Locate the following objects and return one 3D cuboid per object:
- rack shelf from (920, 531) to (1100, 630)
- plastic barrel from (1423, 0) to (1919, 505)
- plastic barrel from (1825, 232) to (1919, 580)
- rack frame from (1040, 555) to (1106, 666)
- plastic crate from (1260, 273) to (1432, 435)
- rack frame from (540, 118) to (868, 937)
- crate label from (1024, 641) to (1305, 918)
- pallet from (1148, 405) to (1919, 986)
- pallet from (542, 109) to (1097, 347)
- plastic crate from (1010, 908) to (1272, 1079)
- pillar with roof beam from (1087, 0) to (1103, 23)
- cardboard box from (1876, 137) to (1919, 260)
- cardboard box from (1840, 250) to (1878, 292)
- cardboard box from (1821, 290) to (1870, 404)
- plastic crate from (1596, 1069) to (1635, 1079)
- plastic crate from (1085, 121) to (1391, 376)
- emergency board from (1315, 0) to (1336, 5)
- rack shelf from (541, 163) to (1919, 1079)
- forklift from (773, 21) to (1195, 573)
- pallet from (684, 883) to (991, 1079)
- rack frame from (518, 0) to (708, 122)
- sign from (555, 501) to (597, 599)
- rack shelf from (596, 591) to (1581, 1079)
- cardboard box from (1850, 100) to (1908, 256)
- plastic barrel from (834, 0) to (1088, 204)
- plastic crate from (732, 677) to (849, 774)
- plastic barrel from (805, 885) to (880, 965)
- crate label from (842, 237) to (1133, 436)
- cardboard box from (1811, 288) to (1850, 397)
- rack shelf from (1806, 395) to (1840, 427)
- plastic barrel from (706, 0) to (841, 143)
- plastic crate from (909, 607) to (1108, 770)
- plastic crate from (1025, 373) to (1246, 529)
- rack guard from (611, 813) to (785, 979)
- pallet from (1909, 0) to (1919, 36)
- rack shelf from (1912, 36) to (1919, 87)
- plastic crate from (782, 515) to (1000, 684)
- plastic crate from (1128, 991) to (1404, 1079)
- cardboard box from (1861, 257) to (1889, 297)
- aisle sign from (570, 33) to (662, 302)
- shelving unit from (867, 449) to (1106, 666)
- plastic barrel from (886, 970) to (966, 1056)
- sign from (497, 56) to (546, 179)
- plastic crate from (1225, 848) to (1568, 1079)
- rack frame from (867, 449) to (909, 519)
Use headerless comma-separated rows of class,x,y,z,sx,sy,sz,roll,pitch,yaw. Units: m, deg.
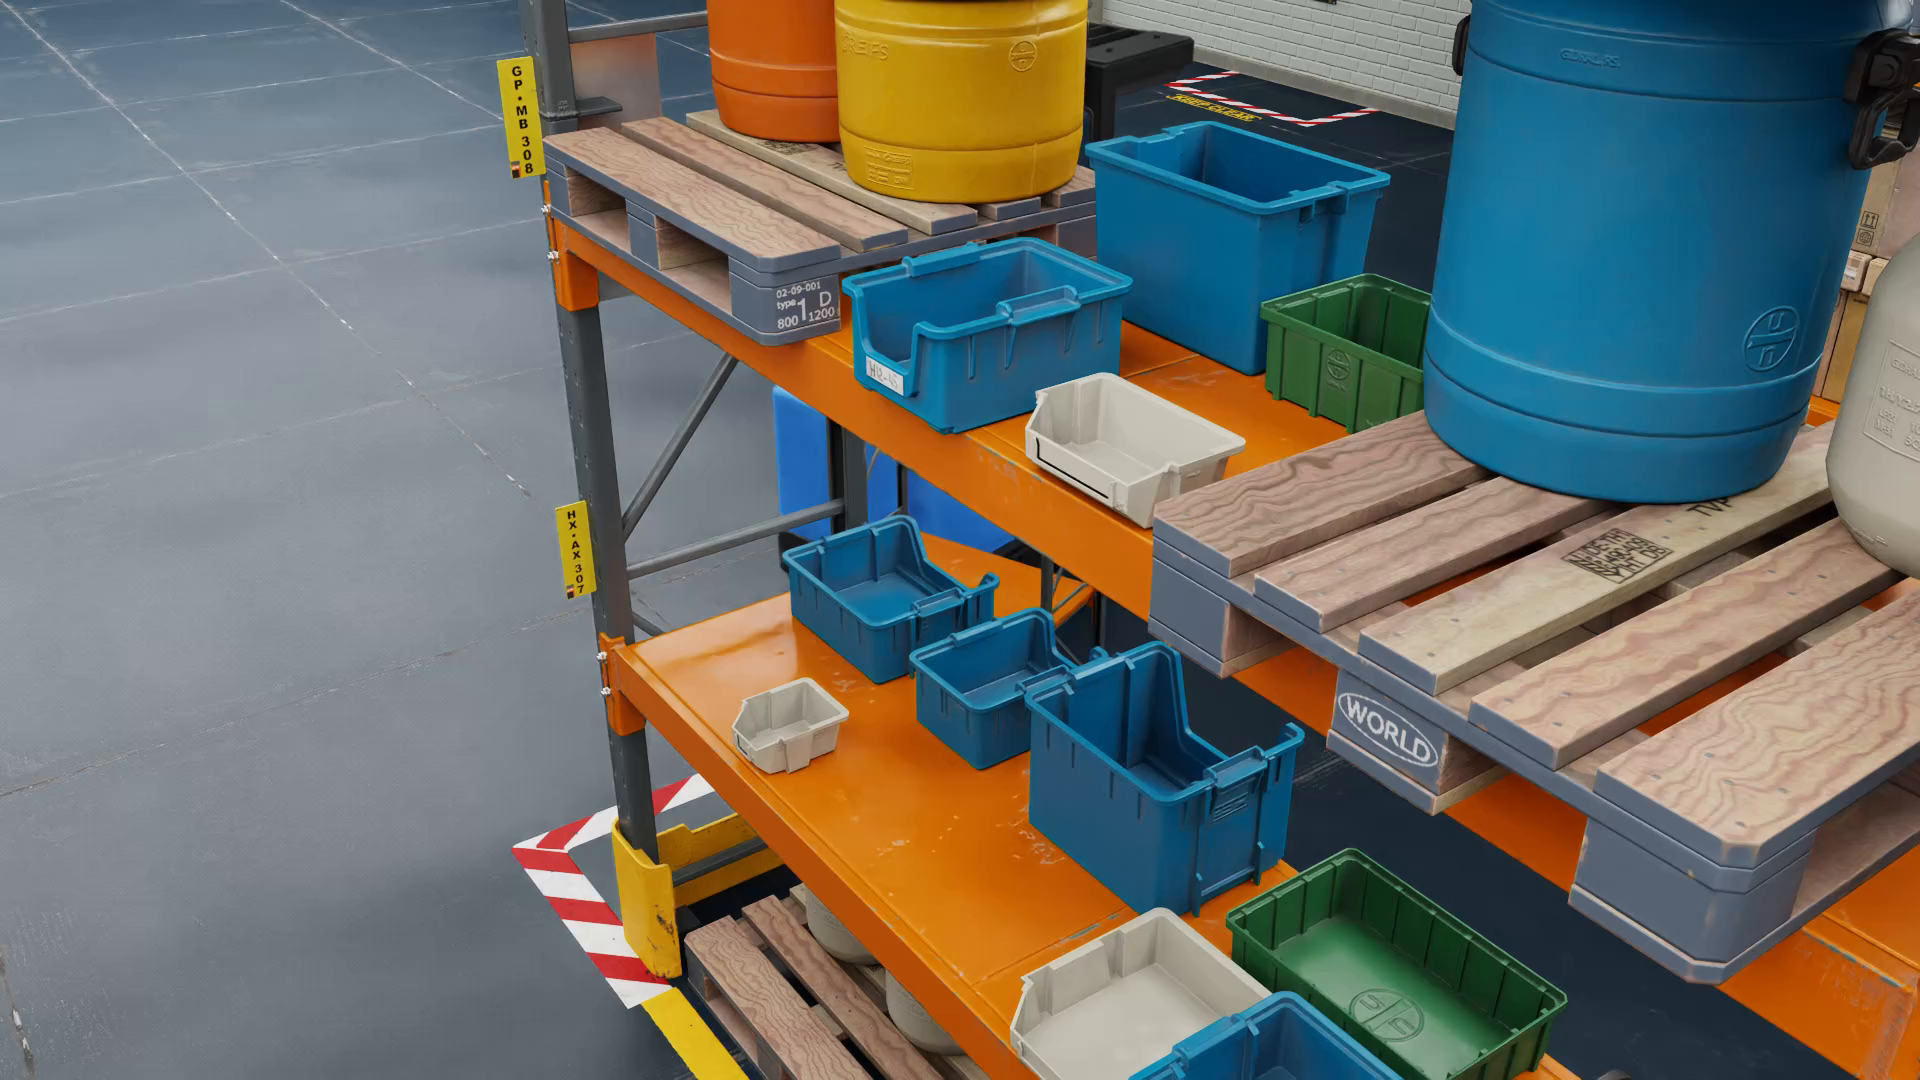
rack shelf,0.043,0.243,7.108,1.000,0.185,0.538,18,33,29
plastic barrel,1.068,-0.581,2.568,0.600,0.901,0.708,-19,34,-31
plastic barrel,1.468,-0.215,2.302,0.421,0.512,0.421,0,29,0
rack frame,0.467,0.219,6.775,0.032,1.500,0.500,18,33,29
plastic crate,0.865,-0.355,3.339,0.336,0.188,0.450,-19,34,-31
rack frame,-0.762,0.004,5.600,1.000,3.000,0.127,-19,34,-31
crate label,0.526,0.629,4.412,0.502,0.435,0.616,-19,34,-31
pallet,1.060,0.070,2.532,1.213,0.211,1.003,-19,34,-31
pallet,-0.362,-0.883,4.287,1.003,0.211,1.213,-19,34,-31
plastic crate,0.410,1.114,3.833,0.530,0.136,0.437,-19,34,-31
pillar with roof beam,-2.049,-8.816,15.553,9.100,9.000,0.400,-19,34,-31
cardboard box,4.169,-1.376,6.676,0.700,0.500,0.500,-19,34,-30
cardboard box,3.771,-1.185,7.004,0.380,0.149,0.250,-19,34,-31
cardboard box,4.127,-0.827,7.026,0.700,0.500,0.500,-19,34,-30
plastic crate,1.358,1.347,3.191,0.767,0.338,0.504,-19,34,-31
plastic crate,0.589,-0.649,3.676,0.392,0.384,0.575,-19,34,-31
emergency board,3.546,-6.018,16.689,0.157,1.169,0.626,-19,34,-31
rack shelf,0.398,-0.221,3.624,1.077,0.370,4.000,-19,34,-31
forklift,0.427,-1.488,8.418,1.130,2.935,3.031,22,35,34
pallet,-0.213,1.563,5.651,1.003,0.211,1.213,-19,34,-31
rack frame,-0.762,-2.632,4.168,1.000,3.000,0.127,-19,34,-31
sign,-1.213,0.033,5.256,0.100,0.325,0.005,-19,34,-31
rack shelf,0.398,1.098,4.340,1.077,0.370,4.000,-19,34,-31
cardboard box,3.876,-1.571,7.036,0.700,0.500,0.500,-20,34,-32
plastic barrel,0.003,-1.173,3.988,0.600,0.588,0.600,0,29,0
plastic crate,-0.505,0.557,4.858,0.298,0.136,0.250,-19,34,-31
plastic barrel,-0.318,1.147,5.661,0.421,0.512,0.421,0,29,0
crate label,0.055,-0.430,3.411,0.502,0.251,0.408,-19,34,-31
cardboard box,3.844,-1.022,7.384,0.700,0.500,0.500,-18,33,-29
rack shelf,4.435,-0.272,6.862,1.077,0.370,4.000,-19,34,-31
plastic barrel,-0.377,-1.534,4.398,0.600,0.830,0.708,-19,34,-31
plastic crate,0.144,0.435,4.962,0.499,0.251,0.408,-19,34,-31
plastic crate,0.298,-0.155,3.026,0.243,0.136,0.396,-19,34,-31
rack guard,-0.680,1.119,6.166,1.175,0.500,0.348,-19,34,-31
pallet,3.664,-2.363,6.908,1.003,0.211,1.213,-19,34,-31
rack shelf,4.435,-1.590,6.146,1.077,0.370,4.000,-19,34,-31
plastic crate,-0.228,0.181,5.430,0.499,0.251,0.616,-19,34,-31
plastic crate,0.695,1.269,3.426,0.499,0.251,0.616,-19,34,-31
cardboard box,3.927,-1.082,6.815,0.380,0.149,0.250,-20,34,-32
aisle sign,-1.042,-1.085,4.882,0.394,0.787,0.004,-19,34,-31
shelving unit,0.051,0.087,7.017,1.083,1.500,0.587,18,33,29
plastic barrel,-0.027,1.342,5.302,0.421,0.512,0.421,0,29,0
sign,-1.213,-1.168,4.605,0.100,0.325,0.005,-19,34,-31
plastic crate,1.001,1.046,3.903,0.450,0.188,0.662,-19,34,-31
rack frame,-0.381,-0.049,7.268,0.032,1.500,0.500,18,33,29
